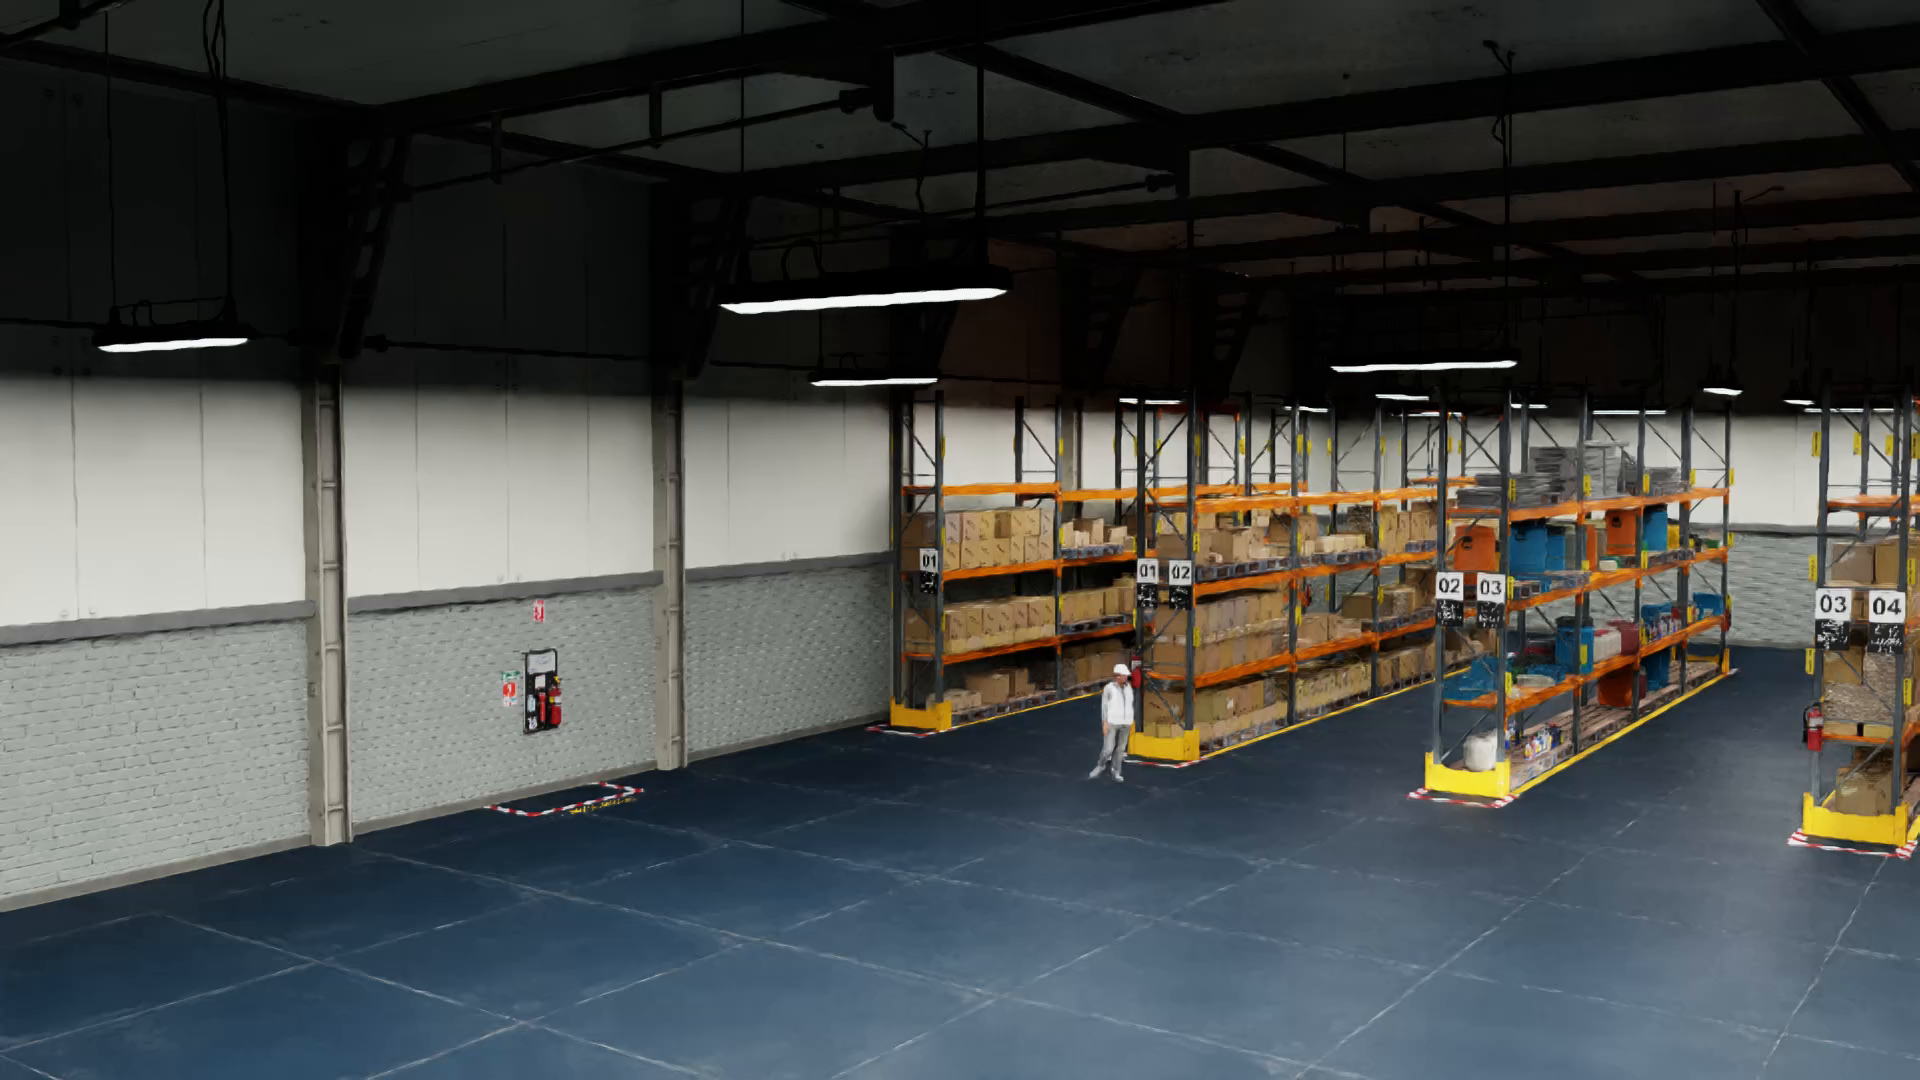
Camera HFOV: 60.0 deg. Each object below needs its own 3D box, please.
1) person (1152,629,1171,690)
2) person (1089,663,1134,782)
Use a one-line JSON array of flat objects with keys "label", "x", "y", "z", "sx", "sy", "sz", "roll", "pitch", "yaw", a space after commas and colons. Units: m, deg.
[{"label": "person", "x": 4.186, "y": 2.267, "z": 34.012, "sx": 0.511, "sy": 1.598, "sz": 1.039, "roll": 2, "pitch": 4, "yaw": 26}, {"label": "person", "x": 2.283, "y": 2.714, "z": 24.770, "sx": 0.695, "sy": 1.763, "sz": 0.470, "roll": -1, "pitch": 4, "yaw": -24}]
